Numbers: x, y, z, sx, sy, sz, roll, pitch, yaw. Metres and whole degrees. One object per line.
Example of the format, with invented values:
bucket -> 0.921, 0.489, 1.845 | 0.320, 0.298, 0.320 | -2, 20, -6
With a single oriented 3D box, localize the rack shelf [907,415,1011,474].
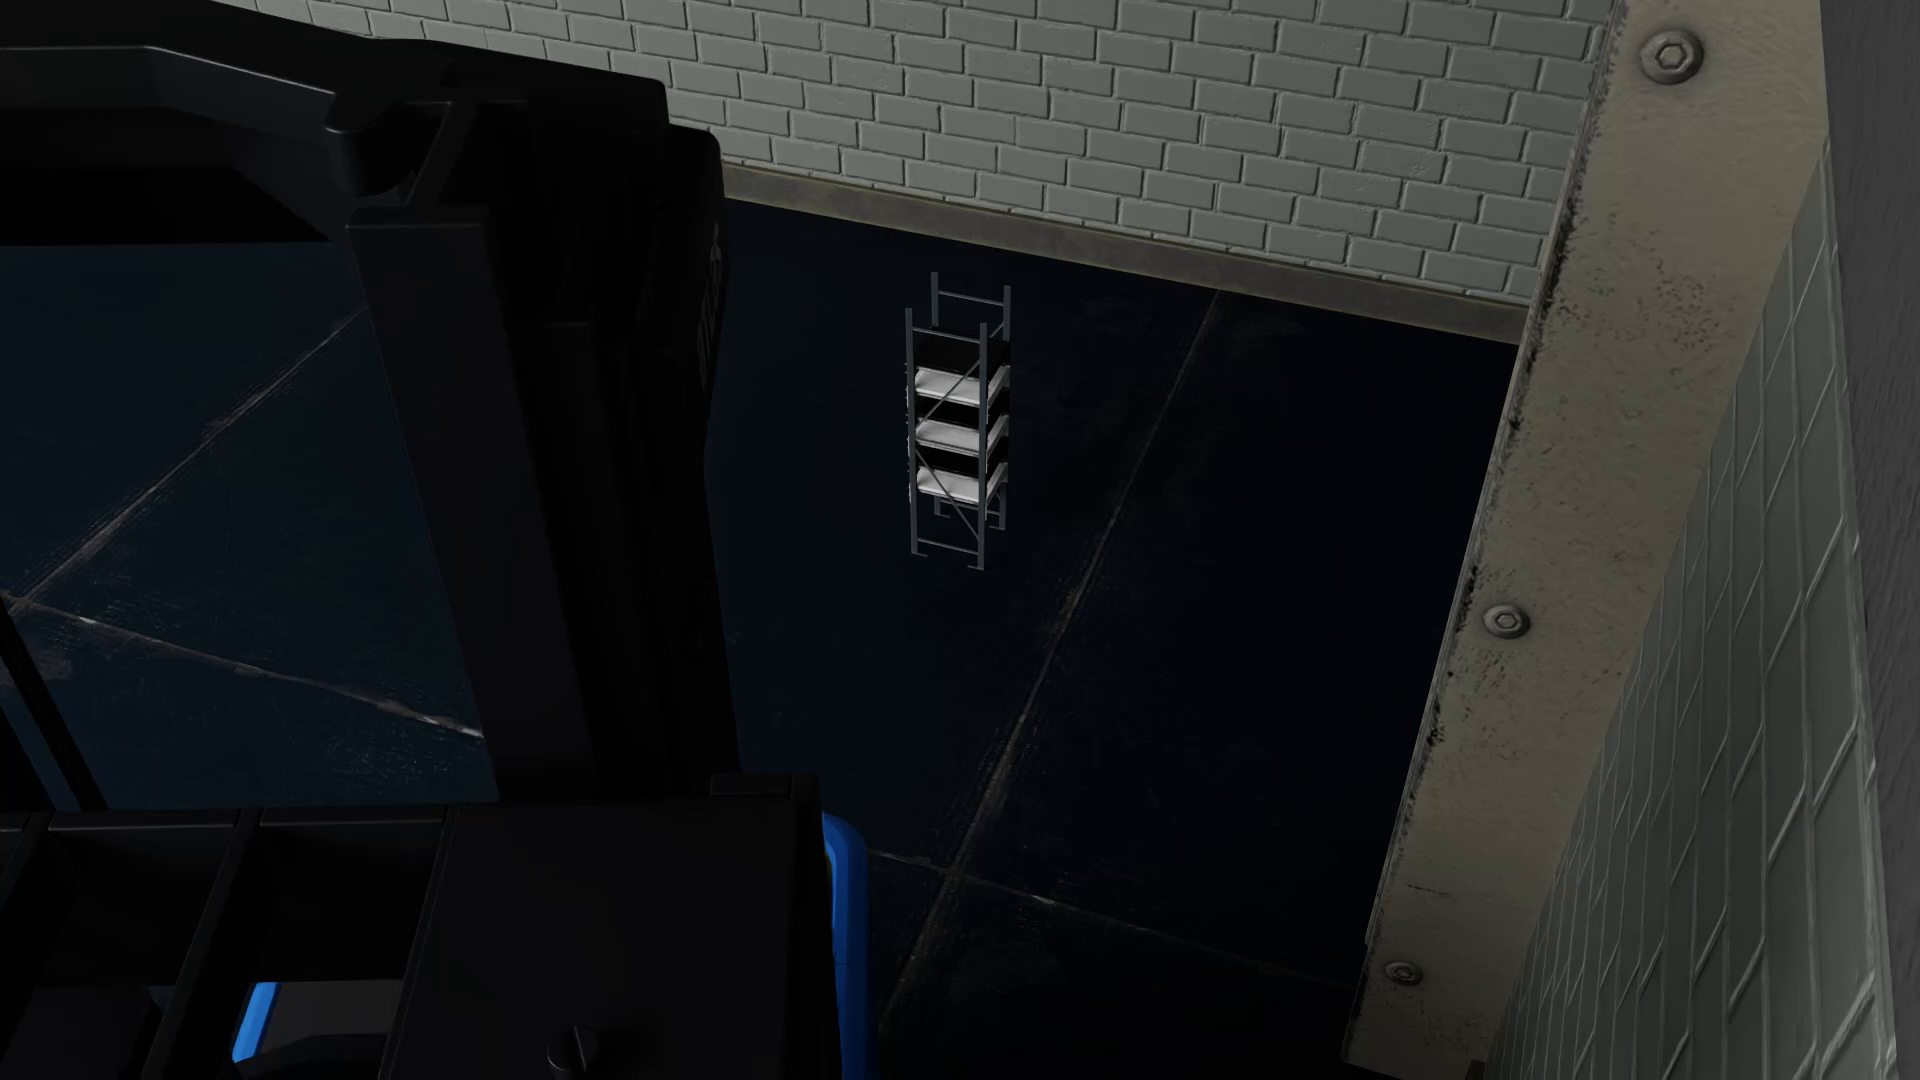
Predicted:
rack shelf -> -0.003, -0.312, 4.974 | 0.258, 0.077, 0.200 | 13, 42, 15

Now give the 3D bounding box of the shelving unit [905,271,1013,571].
shelving unit -> -0.003, -0.337, 4.952 | 0.258, 0.900, 0.210 | 13, 42, 15

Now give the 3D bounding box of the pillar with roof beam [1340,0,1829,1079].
pillar with roof beam -> -2.956, -3.264, 2.143 | 9.100, 9.000, 0.400 | 13, 42, 15

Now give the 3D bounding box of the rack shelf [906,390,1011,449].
rack shelf -> -0.003, -0.381, 4.915 | 0.258, 0.077, 0.200 | 13, 42, 15

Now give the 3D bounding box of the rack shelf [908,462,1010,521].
rack shelf -> -0.003, -0.175, 5.091 | 0.258, 0.077, 0.200 | 13, 42, 15

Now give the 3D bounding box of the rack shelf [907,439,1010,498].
rack shelf -> -0.003, -0.244, 5.032 | 0.258, 0.077, 0.200 | 13, 42, 15

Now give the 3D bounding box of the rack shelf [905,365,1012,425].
rack shelf -> -0.003, -0.449, 4.857 | 0.258, 0.077, 0.200 | 13, 42, 15

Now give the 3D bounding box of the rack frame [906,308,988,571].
rack frame -> -0.038, -0.275, 4.879 | 0.240, 0.900, 0.006 | 13, 42, 15

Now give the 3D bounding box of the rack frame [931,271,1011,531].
rack frame -> 0.032, -0.399, 5.025 | 0.240, 0.900, 0.006 | 13, 42, 15

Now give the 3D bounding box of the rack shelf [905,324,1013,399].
rack shelf -> -0.003, -0.517, 4.799 | 0.258, 0.077, 0.200 | 13, 42, 15
